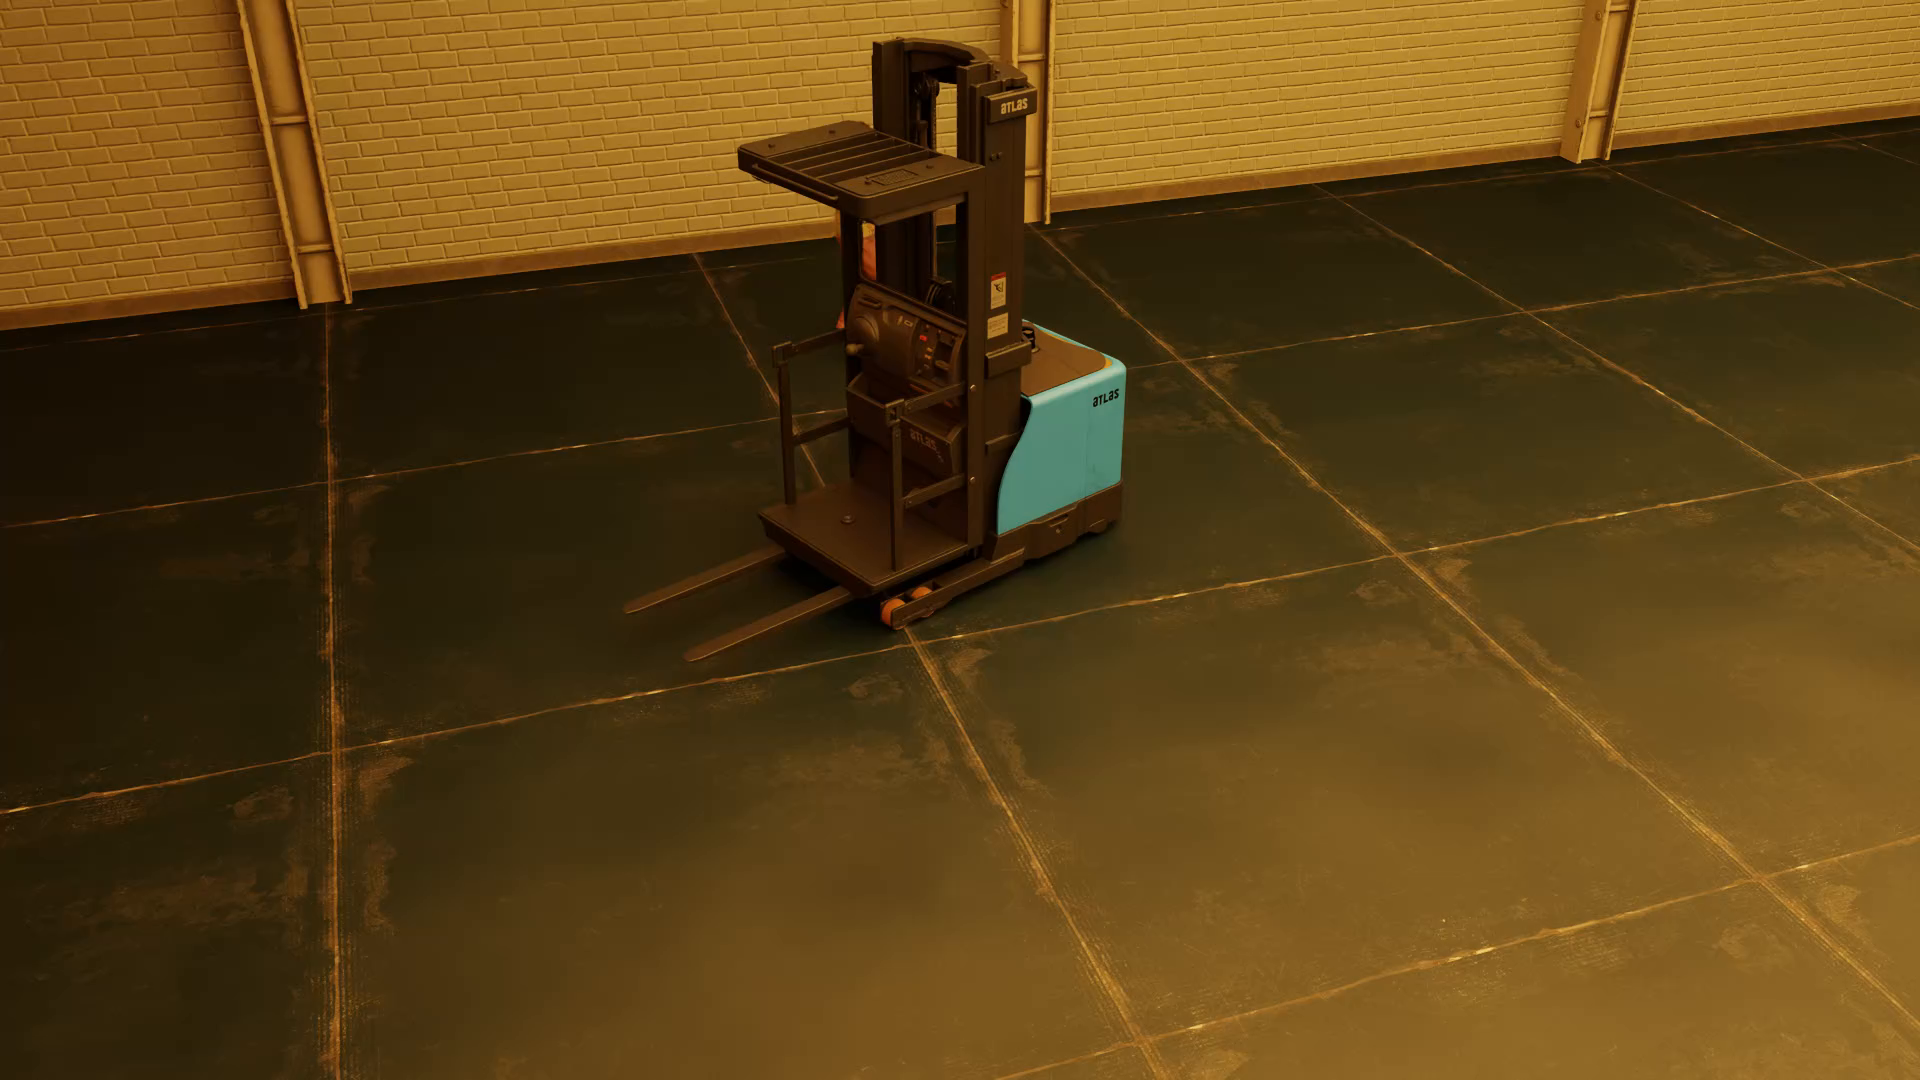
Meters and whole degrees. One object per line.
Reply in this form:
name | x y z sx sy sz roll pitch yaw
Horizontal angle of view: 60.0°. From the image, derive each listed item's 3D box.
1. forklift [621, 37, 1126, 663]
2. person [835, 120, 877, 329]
forklift | -0.461 -1.072 8.951 3.031 2.935 1.130 -23 37 -34
person | -0.714 -2.286 12.355 0.482 1.647 0.651 -13 32 -21
